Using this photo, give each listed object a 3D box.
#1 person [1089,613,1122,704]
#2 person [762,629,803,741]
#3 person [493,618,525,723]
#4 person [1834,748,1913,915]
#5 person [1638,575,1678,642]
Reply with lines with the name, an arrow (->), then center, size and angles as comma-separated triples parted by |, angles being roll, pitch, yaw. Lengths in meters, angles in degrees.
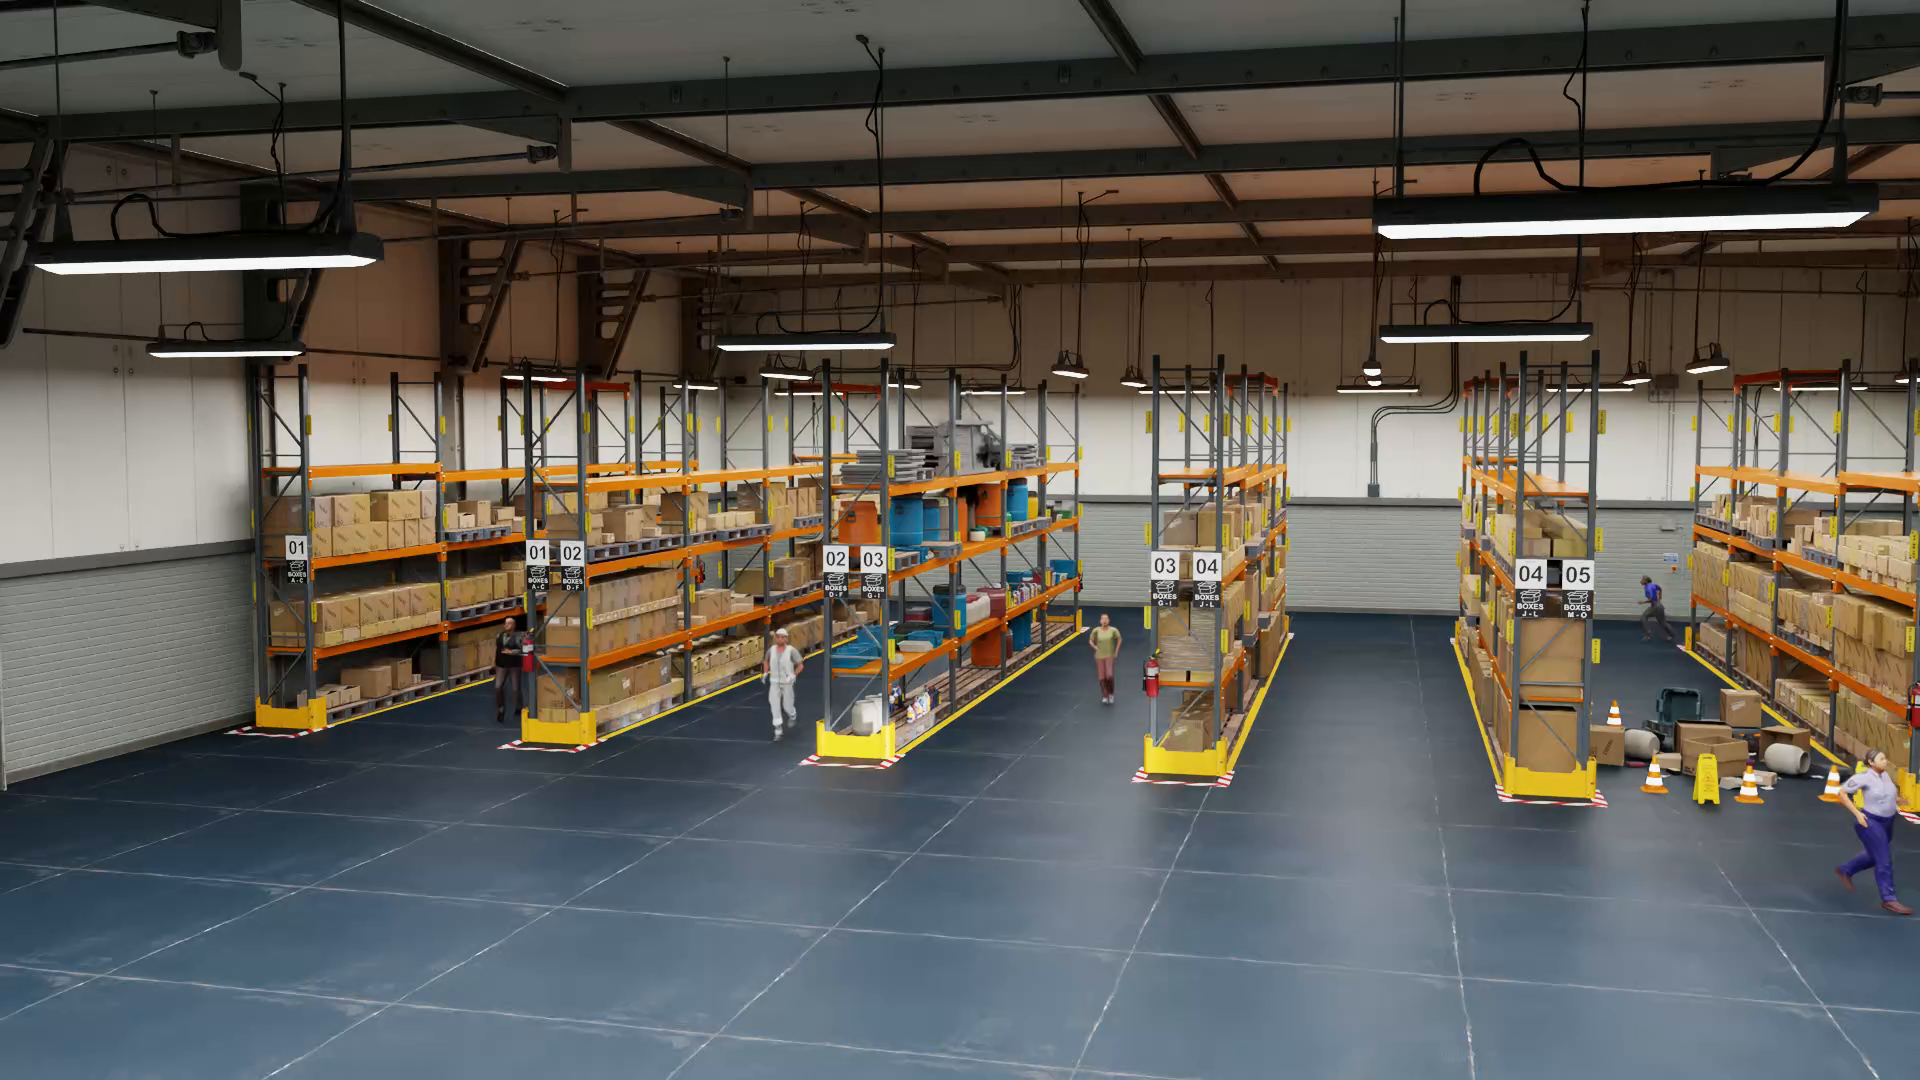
person -> 2.591, 2.117, 29.797 | 0.578, 1.634, 0.590 | 1, 4, 11
person -> -2.831, 2.285, 26.542 | 0.687, 1.763, 0.881 | 1, 4, 9
person -> -7.653, 2.203, 28.211 | 0.624, 1.780, 0.752 | 0, 4, 3
person -> 9.503, 2.974, 17.292 | 0.610, 1.628, 0.940 | -2, 5, -29
person -> 16.129, 1.608, 38.408 | 0.891, 1.563, 0.577 | 2, 4, 21
